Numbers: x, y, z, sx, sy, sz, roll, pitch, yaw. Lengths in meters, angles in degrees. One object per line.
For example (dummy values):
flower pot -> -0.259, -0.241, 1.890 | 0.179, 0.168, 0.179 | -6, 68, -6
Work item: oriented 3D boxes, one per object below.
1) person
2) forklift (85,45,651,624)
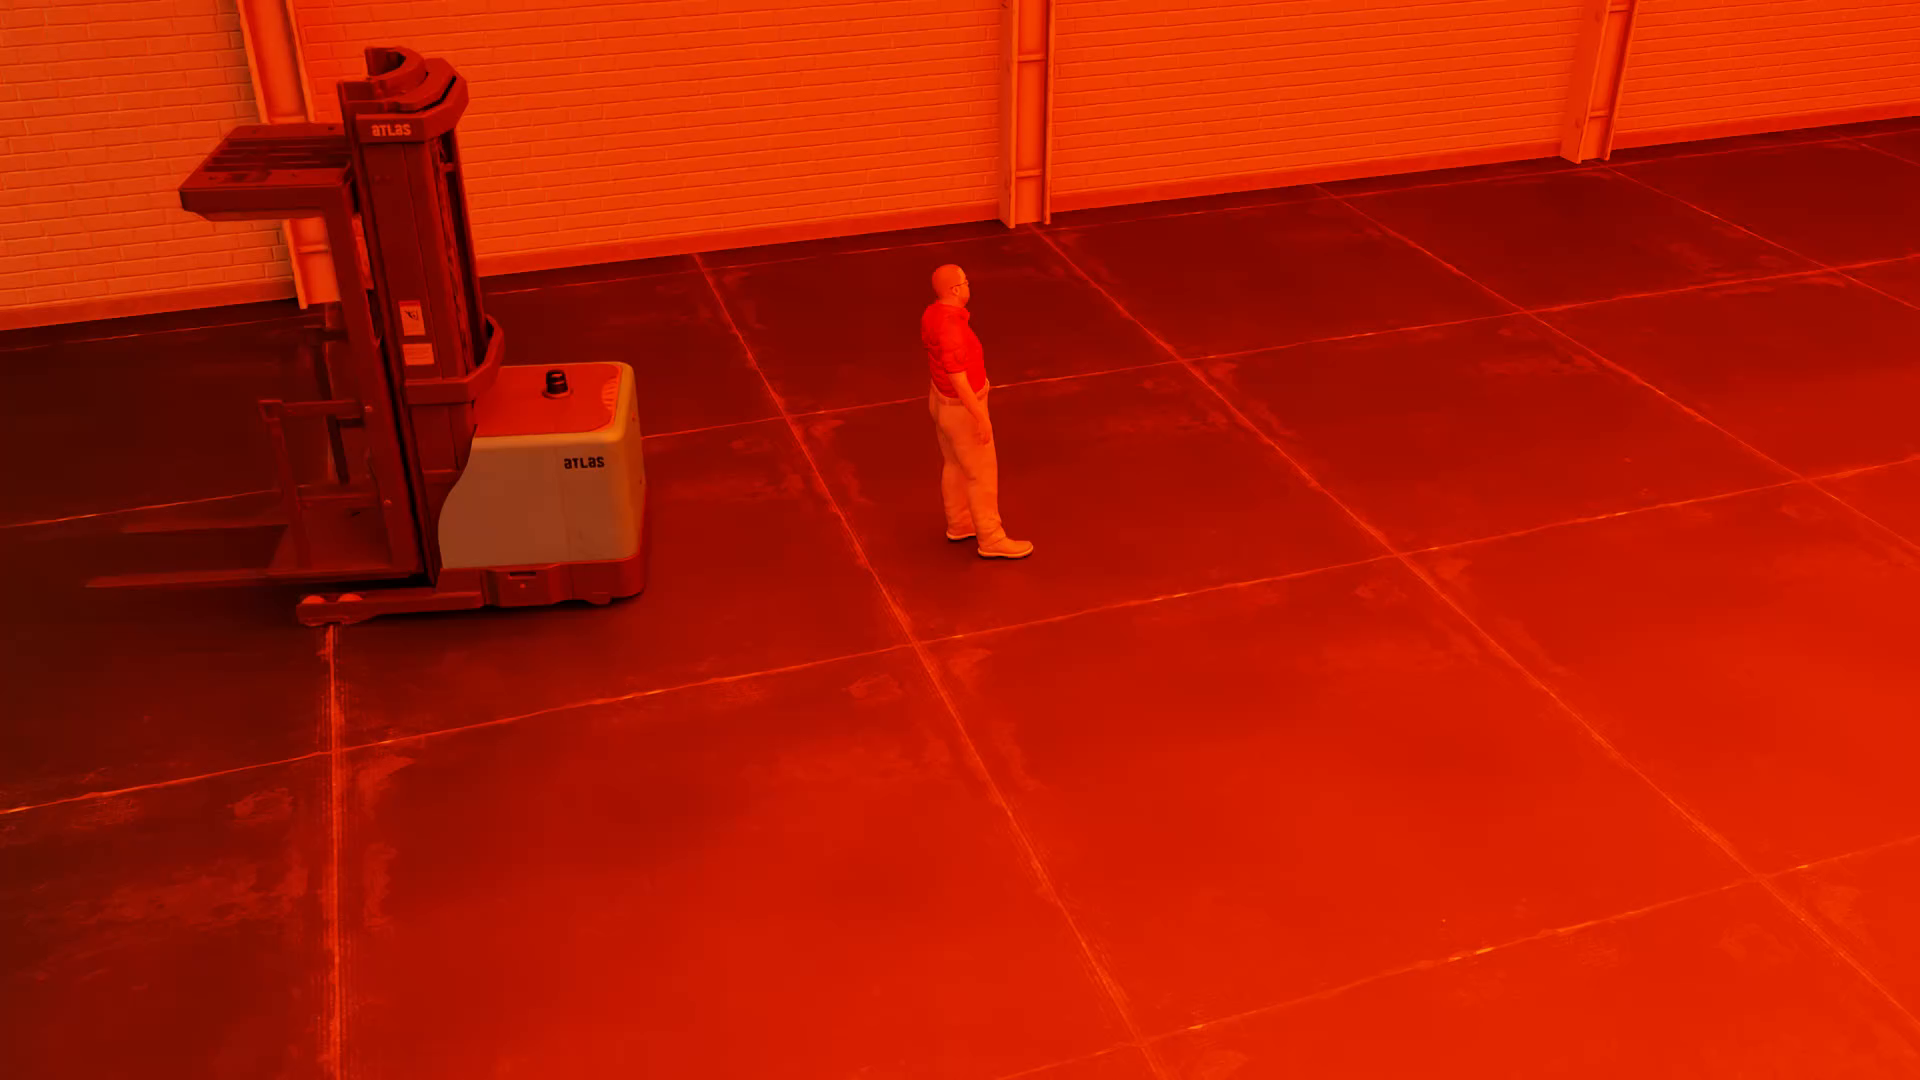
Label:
person -> 0.089, -0.765, 9.606 | 0.550, 1.727, 0.641 | -10, 31, -16
forklift -> -3.344, -1.071, 8.948 | 3.031, 2.935, 1.130 | -3, 30, -5
